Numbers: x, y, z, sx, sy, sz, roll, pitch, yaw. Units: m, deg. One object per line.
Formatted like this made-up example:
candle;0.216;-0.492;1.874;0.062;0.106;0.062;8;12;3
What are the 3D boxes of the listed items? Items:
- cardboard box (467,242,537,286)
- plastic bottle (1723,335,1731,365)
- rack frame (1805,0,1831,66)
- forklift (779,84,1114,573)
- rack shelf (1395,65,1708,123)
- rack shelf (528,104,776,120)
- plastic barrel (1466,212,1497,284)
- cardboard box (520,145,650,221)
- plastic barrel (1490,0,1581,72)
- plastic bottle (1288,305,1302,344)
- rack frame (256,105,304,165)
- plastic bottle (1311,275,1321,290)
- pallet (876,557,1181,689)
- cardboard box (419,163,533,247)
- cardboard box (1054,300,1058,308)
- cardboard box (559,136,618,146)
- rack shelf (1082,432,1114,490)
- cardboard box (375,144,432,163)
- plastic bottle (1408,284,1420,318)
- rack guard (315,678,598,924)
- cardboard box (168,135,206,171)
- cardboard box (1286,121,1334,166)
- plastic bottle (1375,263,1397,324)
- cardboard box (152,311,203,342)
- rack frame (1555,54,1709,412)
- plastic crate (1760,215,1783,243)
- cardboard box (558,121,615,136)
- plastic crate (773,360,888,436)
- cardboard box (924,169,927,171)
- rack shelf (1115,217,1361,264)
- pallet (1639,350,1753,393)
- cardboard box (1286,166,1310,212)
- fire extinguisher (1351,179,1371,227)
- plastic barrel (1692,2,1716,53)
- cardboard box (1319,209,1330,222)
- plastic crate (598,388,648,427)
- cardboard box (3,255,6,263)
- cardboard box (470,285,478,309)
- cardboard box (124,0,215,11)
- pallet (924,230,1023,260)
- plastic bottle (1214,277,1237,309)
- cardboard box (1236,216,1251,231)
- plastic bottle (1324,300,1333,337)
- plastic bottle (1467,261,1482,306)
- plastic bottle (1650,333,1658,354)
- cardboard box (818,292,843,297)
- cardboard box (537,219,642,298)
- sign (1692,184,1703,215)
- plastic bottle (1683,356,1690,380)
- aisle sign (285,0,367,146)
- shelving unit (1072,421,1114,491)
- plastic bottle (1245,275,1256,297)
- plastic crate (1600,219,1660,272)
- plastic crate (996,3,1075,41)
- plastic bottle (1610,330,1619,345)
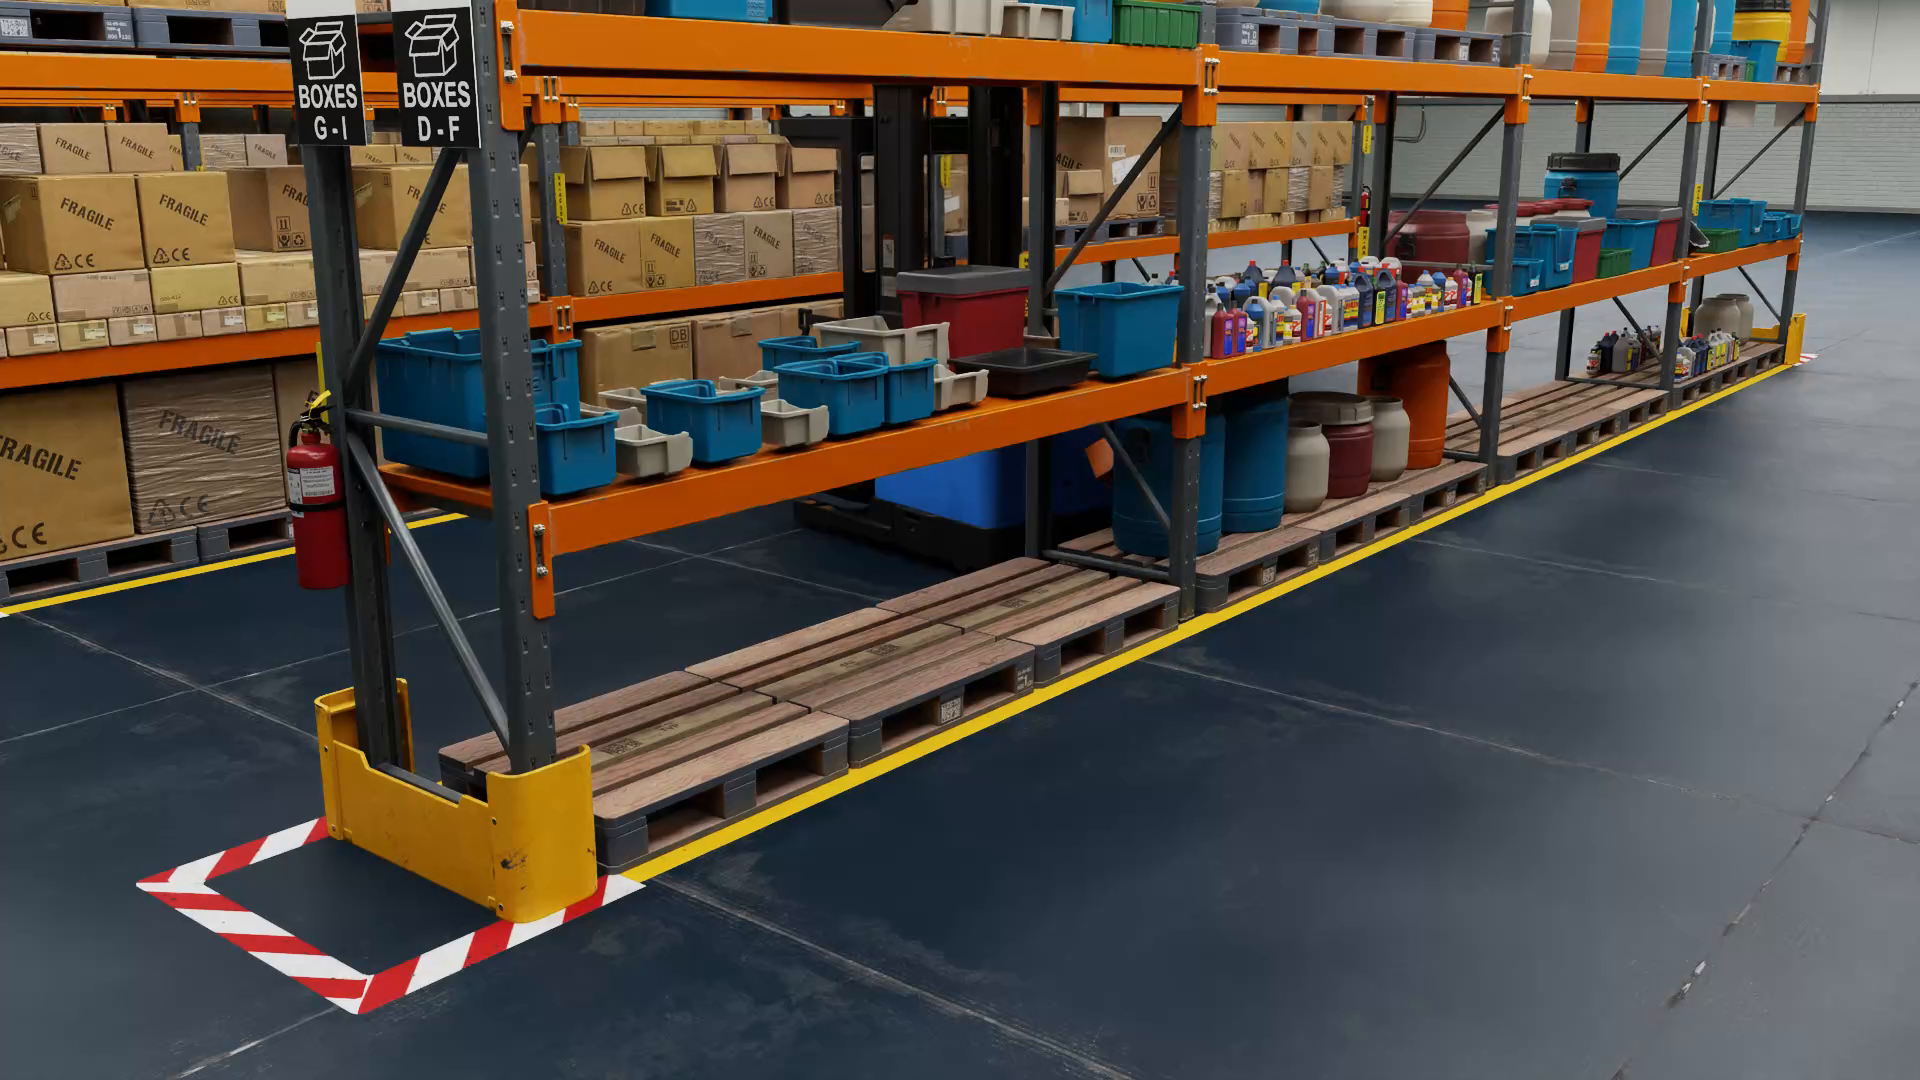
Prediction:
cardboard box;-3.148;-1.832;10.942;0.500;0.250;0.500;11;18;37
plastic bottle;7.240;-1.820;15.834;0.152;0.276;0.135;11;18;36
rack frame;8.320;-6.325;16.744;1.000;3.000;0.127;11;18;38
forklift;-0.394;-1.540;10.230;1.130;2.935;3.031;-11;18;-38
rack shelf;4.549;-3.373;12.678;1.077;0.370;4.000;11;18;38
rack shelf;-4.497;-6.439;24.748;1.077;0.370;4.000;11;18;38
plastic barrel;3.773;-2.169;12.343;0.421;0.512;0.421;0;14;0
cardboard box;-2.679;-2.544;11.804;0.797;0.503;0.637;11;18;36
plastic barrel;3.977;-3.706;11.507;0.600;0.901;0.600;0;14;0
plastic bottle;1.812;-1.178;9.071;0.097;0.201;0.097;0;14;0
rack frame;-8.268;-4.185;20.505;1.000;3.000;0.127;11;18;38
plastic bottle;2.300;-1.624;10.826;0.097;0.201;0.097;0;14;0
pallet;0.346;0.379;8.201;1.003;0.211;1.213;11;18;38
cardboard box;-3.155;-2.191;10.833;0.500;0.500;0.500;12;19;39
cardboard box;0.885;-2.109;16.518;0.700;0.500;0.500;9;17;33
cardboard box;-4.065;-4.056;17.763;0.700;0.500;0.500;11;18;37
rack shelf;0.880;-0.456;9.392;0.240;0.215;0.259;-30;-28;20
cardboard box;-7.155;-4.835;21.404;0.500;0.500;0.500;12;18;38
plastic bottle;2.771;-1.470;10.221;0.097;0.201;0.097;0;14;0
rack guard;-1.741;0.865;5.702;1.175;0.500;0.348;11;18;38
cardboard box;-9.023;-4.385;19.059;0.500;0.500;0.500;11;18;38
cardboard box;4.005;-4.621;19.382;0.500;0.500;0.500;11;18;38
plastic bottle;2.519;-1.475;9.936;0.144;0.351;0.185;11;18;38
cardboard box;-4.464;-1.212;9.311;0.380;0.149;0.250;11;18;36
rack frame;5.806;-2.651;14.467;1.000;3.000;0.127;11;18;38
plastic crate;7.826;-3.079;16.455;0.499;0.251;0.408;11;18;38
cardboard box;-5.309;-5.679;23.548;0.700;0.500;0.500;11;18;37
plastic crate;-0.497;-0.549;6.412;0.416;0.233;0.300;11;18;38
cardboard box;-0.859;-4.544;21.612;0.875;0.550;0.550;11;18;38
rack shelf;3.211;-3.452;19.080;1.077;0.370;4.000;11;18;38
pallet;7.027;-1.656;16.215;1.003;0.211;1.213;11;18;38
cardboard box;3.532;-4.072;19.252;0.875;0.500;0.500;11;18;38
fire extinguisher;4.898;-4.097;20.314;0.296;0.674;0.183;11;18;38
plastic barrel;6.230;-4.415;14.237;0.421;0.512;0.421;0;14;0
cardboard box;4.175;-3.872;19.782;0.380;0.149;0.250;11;18;38
plastic crate;-1.171;-0.492;6.380;0.396;0.136;0.243;11;18;38
cardboard box;-7.688;-2.209;13.236;0.380;0.149;0.250;11;18;37
cardboard box;-3.173;-1.605;10.860;0.380;0.149;0.250;12;18;39
cardboard box;-4.568;-3.177;9.187;0.700;0.500;0.500;10;17;34
pallet;-0.195;-2.712;15.094;1.213;0.211;1.003;11;18;38
plastic bottle;1.551;-1.421;9.877;0.152;0.276;0.135;11;18;38
cardboard box;2.965;-3.479;18.237;0.380;0.149;0.250;11;18;38
plastic bottle;2.042;-1.248;9.346;0.097;0.201;0.097;0;14;0
plastic bottle;3.370;-1.685;10.901;0.061;0.283;0.133;11;18;38
plastic bottle;6.873;-1.955;16.518;0.097;0.201;0.097;0;14;0
cardboard box;-1.010;-1.696;14.171;1.225;0.875;0.875;10;17;35
cardboard box;-2.591;-1.983;11.635;0.500;0.500;0.500;11;18;38
sign;7.895;-3.637;17.787;0.100;0.325;0.005;11;18;38
plastic bottle;6.475;-1.540;14.884;0.097;0.201;0.097;0;14;0
aisle sign;-2.009;-1.645;5.225;0.394;0.787;0.004;11;18;38
shelving unit;1.016;-0.386;9.618;0.252;0.215;1.050;-30;-28;20
plastic bottle;1.734;-1.462;10.045;0.097;0.271;0.097;0;14;0
plastic crate;5.355;-2.384;13.448;0.392;0.384;0.575;11;18;38
plastic crate;0.275;-2.143;6.908;0.293;0.136;0.466;11;18;38
plastic bottle;6.107;-1.785;15.545;0.144;0.351;0.185;10;17;35
